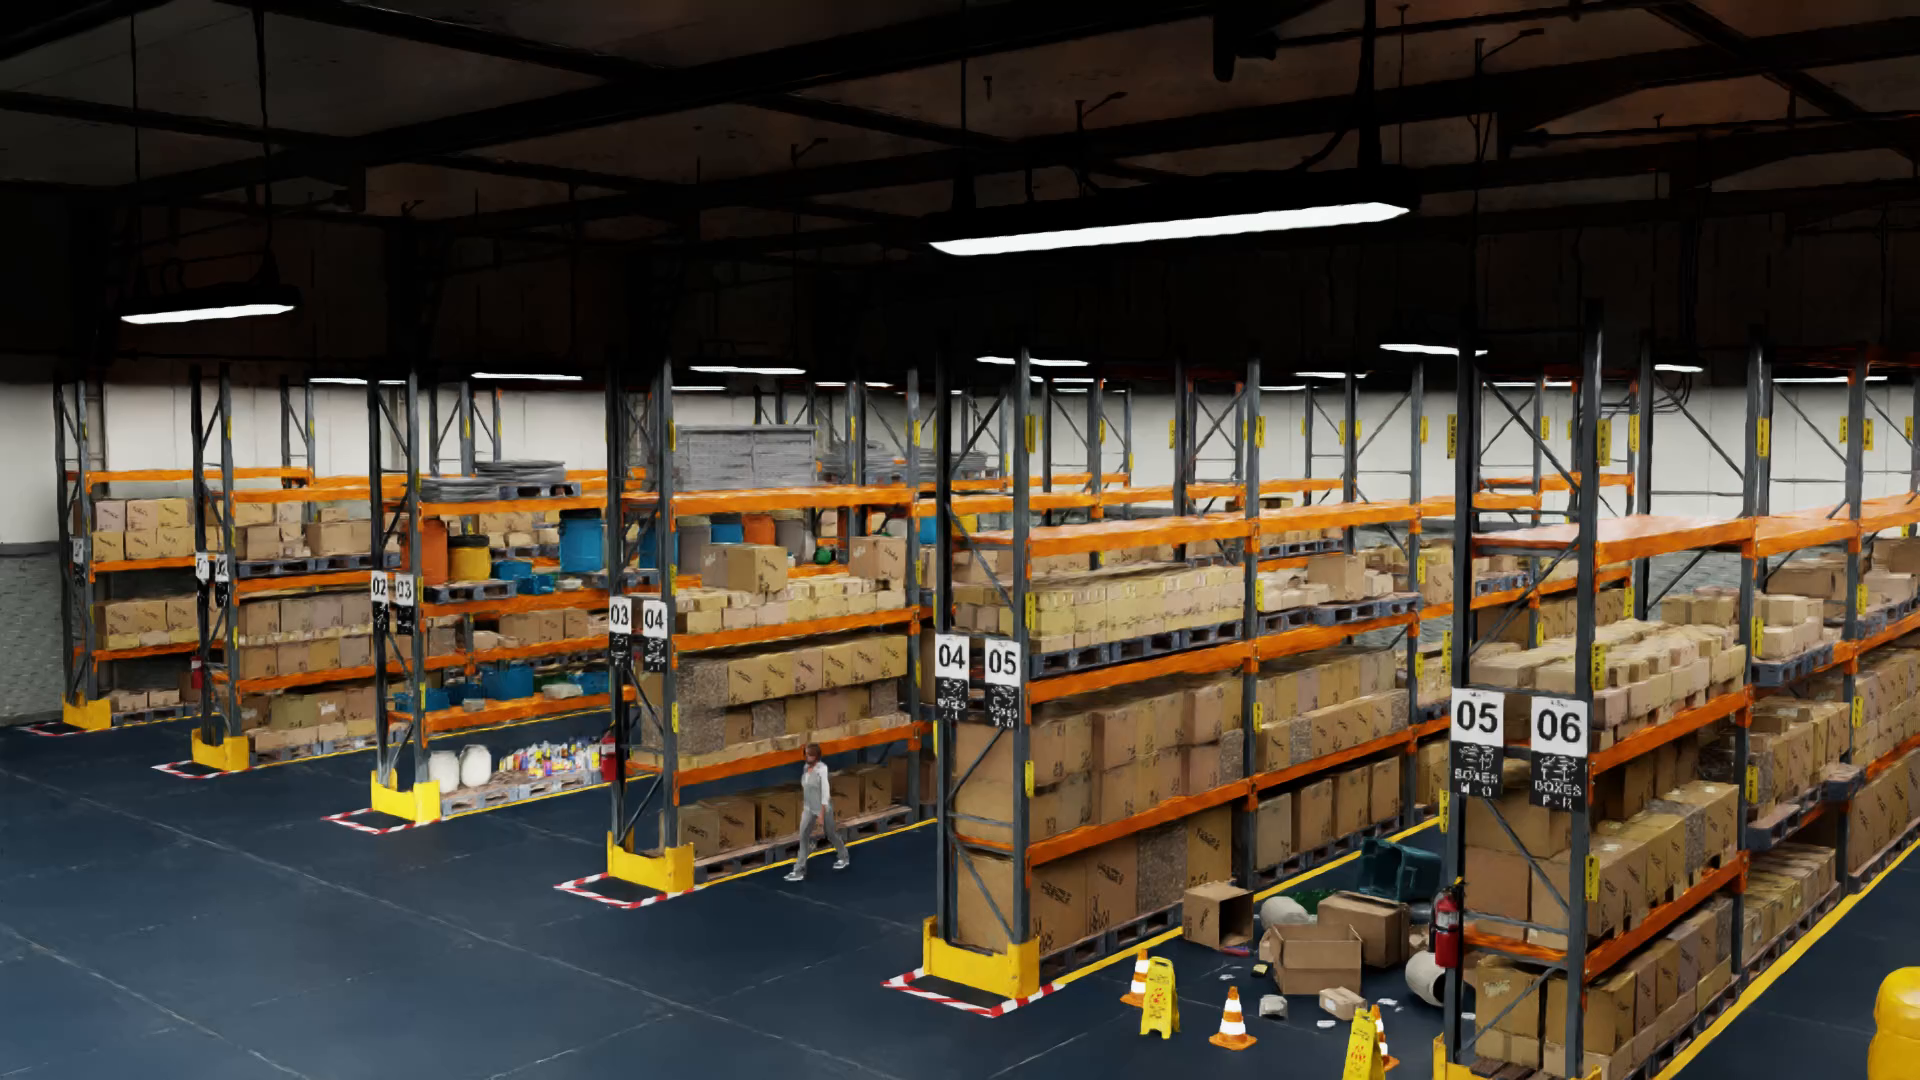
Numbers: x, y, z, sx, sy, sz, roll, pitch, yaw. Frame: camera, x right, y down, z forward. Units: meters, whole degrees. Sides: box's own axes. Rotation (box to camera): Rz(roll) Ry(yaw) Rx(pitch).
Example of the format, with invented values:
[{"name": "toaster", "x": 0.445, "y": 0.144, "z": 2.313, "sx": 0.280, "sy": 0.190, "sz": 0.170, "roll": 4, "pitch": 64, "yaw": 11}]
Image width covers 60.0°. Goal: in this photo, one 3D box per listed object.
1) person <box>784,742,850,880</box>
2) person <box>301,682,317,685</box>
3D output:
[{"name": "person", "x": -1.587, "y": 3.032, "z": 18.765, "sx": 0.430, "sy": 1.539, "sz": 0.949, "roll": 3, "pitch": 5, "yaw": 39}, {"name": "person", "x": -11.116, "y": 2.260, "z": 28.435, "sx": 0.701, "sy": 1.693, "sz": 0.857, "roll": 2, "pitch": 5, "yaw": 24}]
